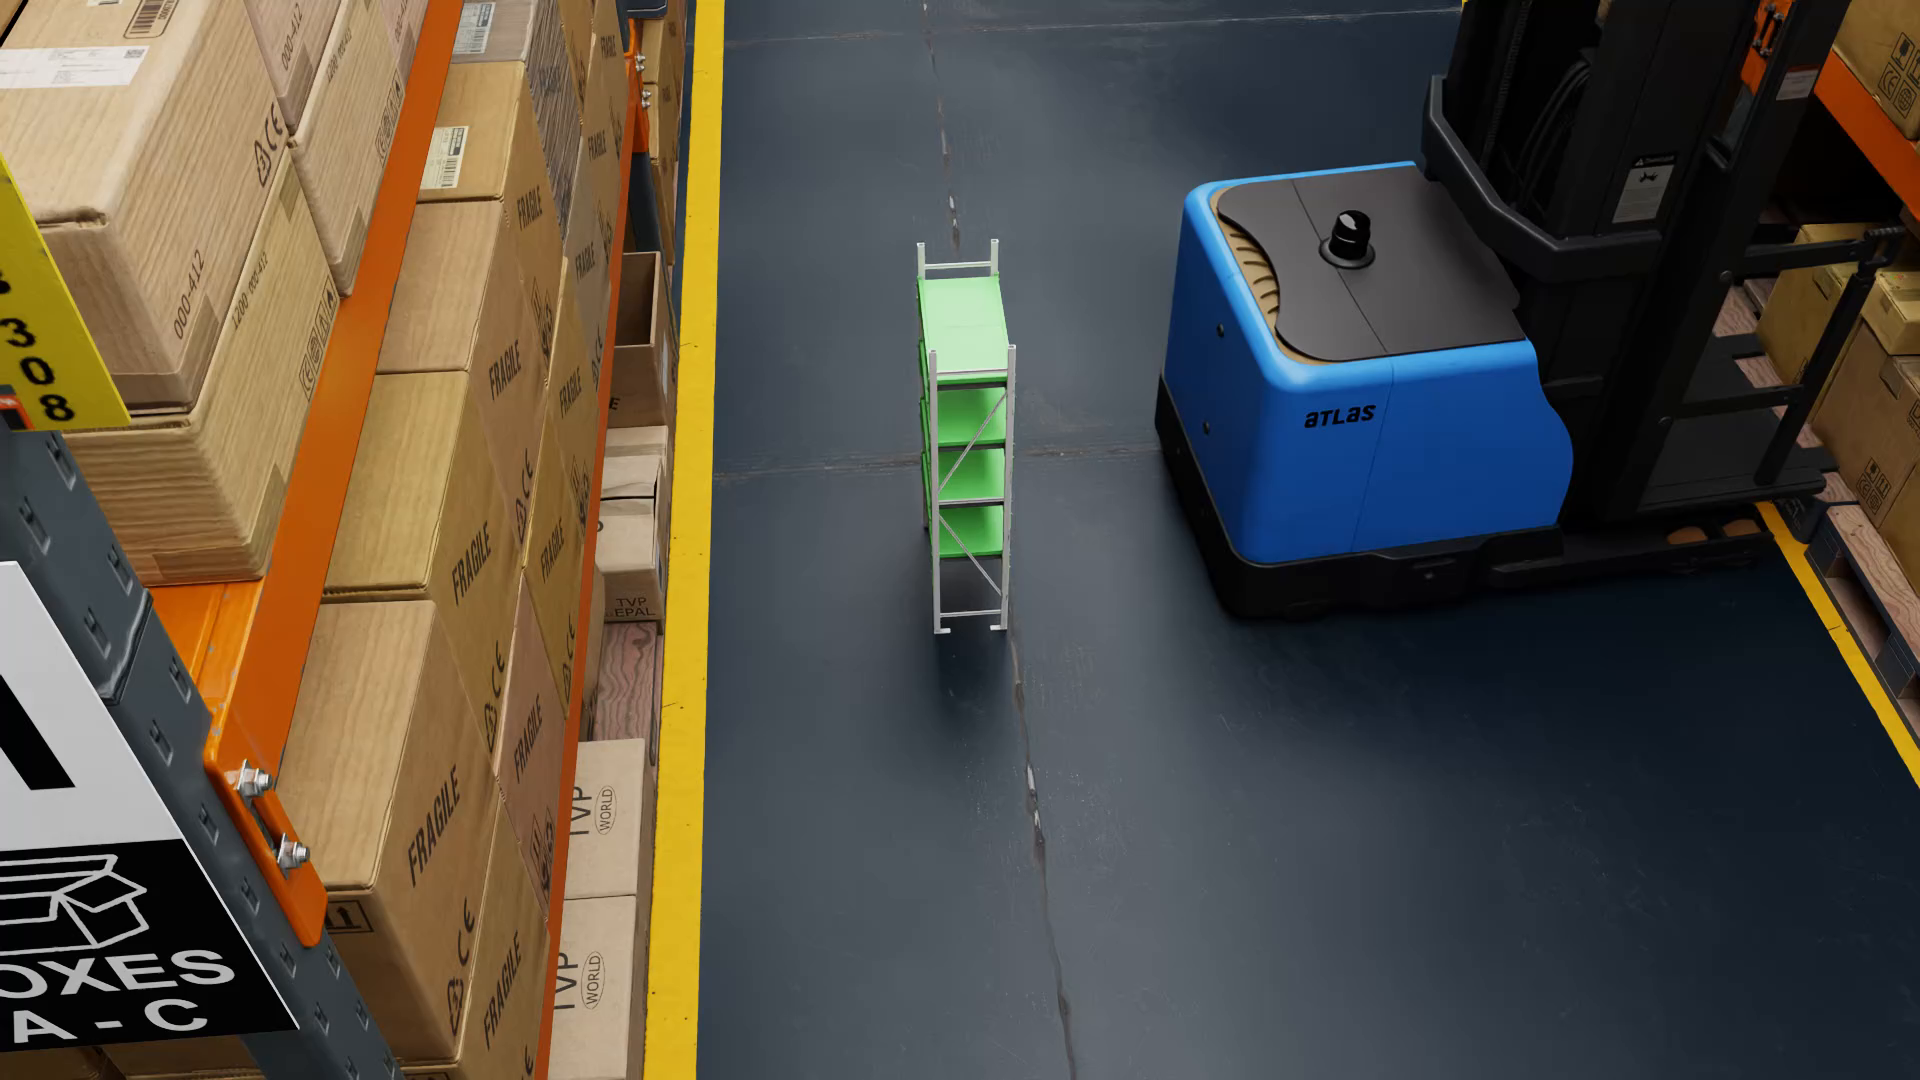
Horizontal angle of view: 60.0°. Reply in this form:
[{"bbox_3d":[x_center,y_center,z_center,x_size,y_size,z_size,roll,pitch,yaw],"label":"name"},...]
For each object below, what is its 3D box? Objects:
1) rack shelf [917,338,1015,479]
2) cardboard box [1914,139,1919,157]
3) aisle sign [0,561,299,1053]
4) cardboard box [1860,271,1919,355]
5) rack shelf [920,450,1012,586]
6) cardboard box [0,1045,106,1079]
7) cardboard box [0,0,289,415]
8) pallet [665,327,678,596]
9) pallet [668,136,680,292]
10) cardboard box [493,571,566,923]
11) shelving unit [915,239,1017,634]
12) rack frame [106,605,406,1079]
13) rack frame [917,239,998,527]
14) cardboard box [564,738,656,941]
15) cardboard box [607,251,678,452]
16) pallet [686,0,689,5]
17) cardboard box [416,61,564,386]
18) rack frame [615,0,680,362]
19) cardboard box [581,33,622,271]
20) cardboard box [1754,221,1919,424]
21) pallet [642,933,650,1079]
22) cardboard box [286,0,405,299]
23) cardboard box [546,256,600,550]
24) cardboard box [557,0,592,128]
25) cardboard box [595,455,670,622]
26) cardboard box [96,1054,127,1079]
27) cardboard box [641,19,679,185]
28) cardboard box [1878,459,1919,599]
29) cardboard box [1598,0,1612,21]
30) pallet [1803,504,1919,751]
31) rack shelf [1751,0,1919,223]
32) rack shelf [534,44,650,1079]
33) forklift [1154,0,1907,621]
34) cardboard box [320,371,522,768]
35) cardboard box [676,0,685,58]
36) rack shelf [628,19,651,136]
[{"bbox_3d":[0.014,-0.414,5.073,0.258,0.148,0.480,-3,47,-3],"label":"rack shelf"},{"bbox_3d":[3.434,-1.216,4.629,0.980,0.700,0.700,-5,47,-4],"label":"cardboard box"},{"bbox_3d":[-0.953,0.301,1.608,0.394,0.787,0.004,-3,47,-3],"label":"aisle sign"},{"bbox_3d":[3.157,-0.736,5.367,0.380,0.149,0.250,-2,47,-2],"label":"cardboard box"},{"bbox_3d":[0.014,-0.084,5.422,0.258,0.148,0.480,-3,47,-3],"label":"rack shelf"},{"bbox_3d":[-1.563,0.480,2.472,0.500,0.500,0.500,-4,47,-4],"label":"cardboard box"},{"bbox_3d":[-1.035,-0.376,1.733,0.500,0.250,0.500,-3,47,-3],"label":"cardboard box"},{"bbox_3d":[-1.530,-0.275,5.865,1.003,0.211,1.213,-3,47,-3],"label":"pallet"},{"bbox_3d":[-1.692,-1.358,6.891,1.003,0.211,1.213,-3,47,-3],"label":"pallet"},{"bbox_3d":[-1.075,0.419,3.218,0.500,0.500,0.500,-4,47,-4],"label":"cardboard box"},{"bbox_3d":[0.014,-0.293,5.201,0.258,1.200,0.503,-3,47,-3],"label":"shelving unit"},{"bbox_3d":[-1.252,1.163,2.582,1.000,3.000,0.127,-3,47,-3],"label":"rack frame"},{"bbox_3d":[-0.007,-0.469,5.368,0.240,1.200,0.015,-3,47,-3],"label":"rack frame"},{"bbox_3d":[-1.098,0.823,4.495,0.500,0.250,0.500,-3,47,-3],"label":"cardboard box"},{"bbox_3d":[-1.256,-0.627,5.697,0.500,0.500,0.500,-3,47,-3],"label":"cardboard box"},{"bbox_3d":[-1.897,-3.123,8.563,1.003,0.211,1.213,-3,47,-3],"label":"pallet"},{"bbox_3d":[-1.158,-0.659,3.551,0.500,0.500,0.500,-4,47,-4],"label":"cardboard box"},{"bbox_3d":[-1.587,-1.731,5.323,1.000,3.000,0.127,-3,47,-3],"label":"rack frame"},{"bbox_3d":[-1.245,-1.046,4.606,0.500,0.500,0.500,-2,47,-2],"label":"cardboard box"},{"bbox_3d":[3.310,-0.772,5.848,0.700,0.500,0.500,-3,47,-3],"label":"cardboard box"},{"bbox_3d":[-1.326,1.491,4.193,1.003,0.211,1.213,-3,47,-3],"label":"pallet"},{"bbox_3d":[-1.070,-0.566,2.258,0.500,0.250,0.500,-3,47,-3],"label":"cardboard box"},{"bbox_3d":[-1.154,-0.306,3.905,0.500,0.500,0.500,-3,47,-3],"label":"cardboard box"},{"bbox_3d":[-1.241,-1.388,4.241,0.500,0.500,0.500,-4,47,-4],"label":"cardboard box"},{"bbox_3d":[-1.193,-0.020,5.252,0.500,0.311,0.500,-3,47,-3],"label":"cardboard box"},{"bbox_3d":[-1.561,0.822,2.837,0.500,0.500,0.500,-2,47,-2],"label":"cardboard box"},{"bbox_3d":[-1.440,-1.772,6.781,0.500,0.500,0.500,-3,47,-3],"label":"cardboard box"},{"bbox_3d":[3.389,-0.037,5.151,0.700,0.500,0.500,-3,47,-2],"label":"cardboard box"},{"bbox_3d":[3.088,-2.545,7.286,0.750,0.750,0.750,-2,47,-2],"label":"cardboard box"},{"bbox_3d":[3.440,0.364,5.260,1.003,0.211,1.213,-3,47,-3],"label":"pallet"},{"bbox_3d":[3.517,-0.340,4.502,1.077,0.370,4.000,-3,47,-3],"label":"rack shelf"},{"bbox_3d":[-1.419,-0.036,4.214,1.077,0.370,4.000,-3,47,-3],"label":"rack shelf"},{"bbox_3d":[2.275,-1.267,4.931,3.031,2.935,1.130,-8,47,-7],"label":"forklift"},{"bbox_3d":[-1.078,0.070,2.860,0.500,0.500,0.500,-3,47,-3],"label":"cardboard box"},{"bbox_3d":[-1.516,-2.500,7.471,0.500,0.500,0.500,-5,47,-5],"label":"cardboard box"},{"bbox_3d":[-1.754,-2.930,6.955,1.077,0.370,4.000,-3,47,-3],"label":"rack shelf"}]
